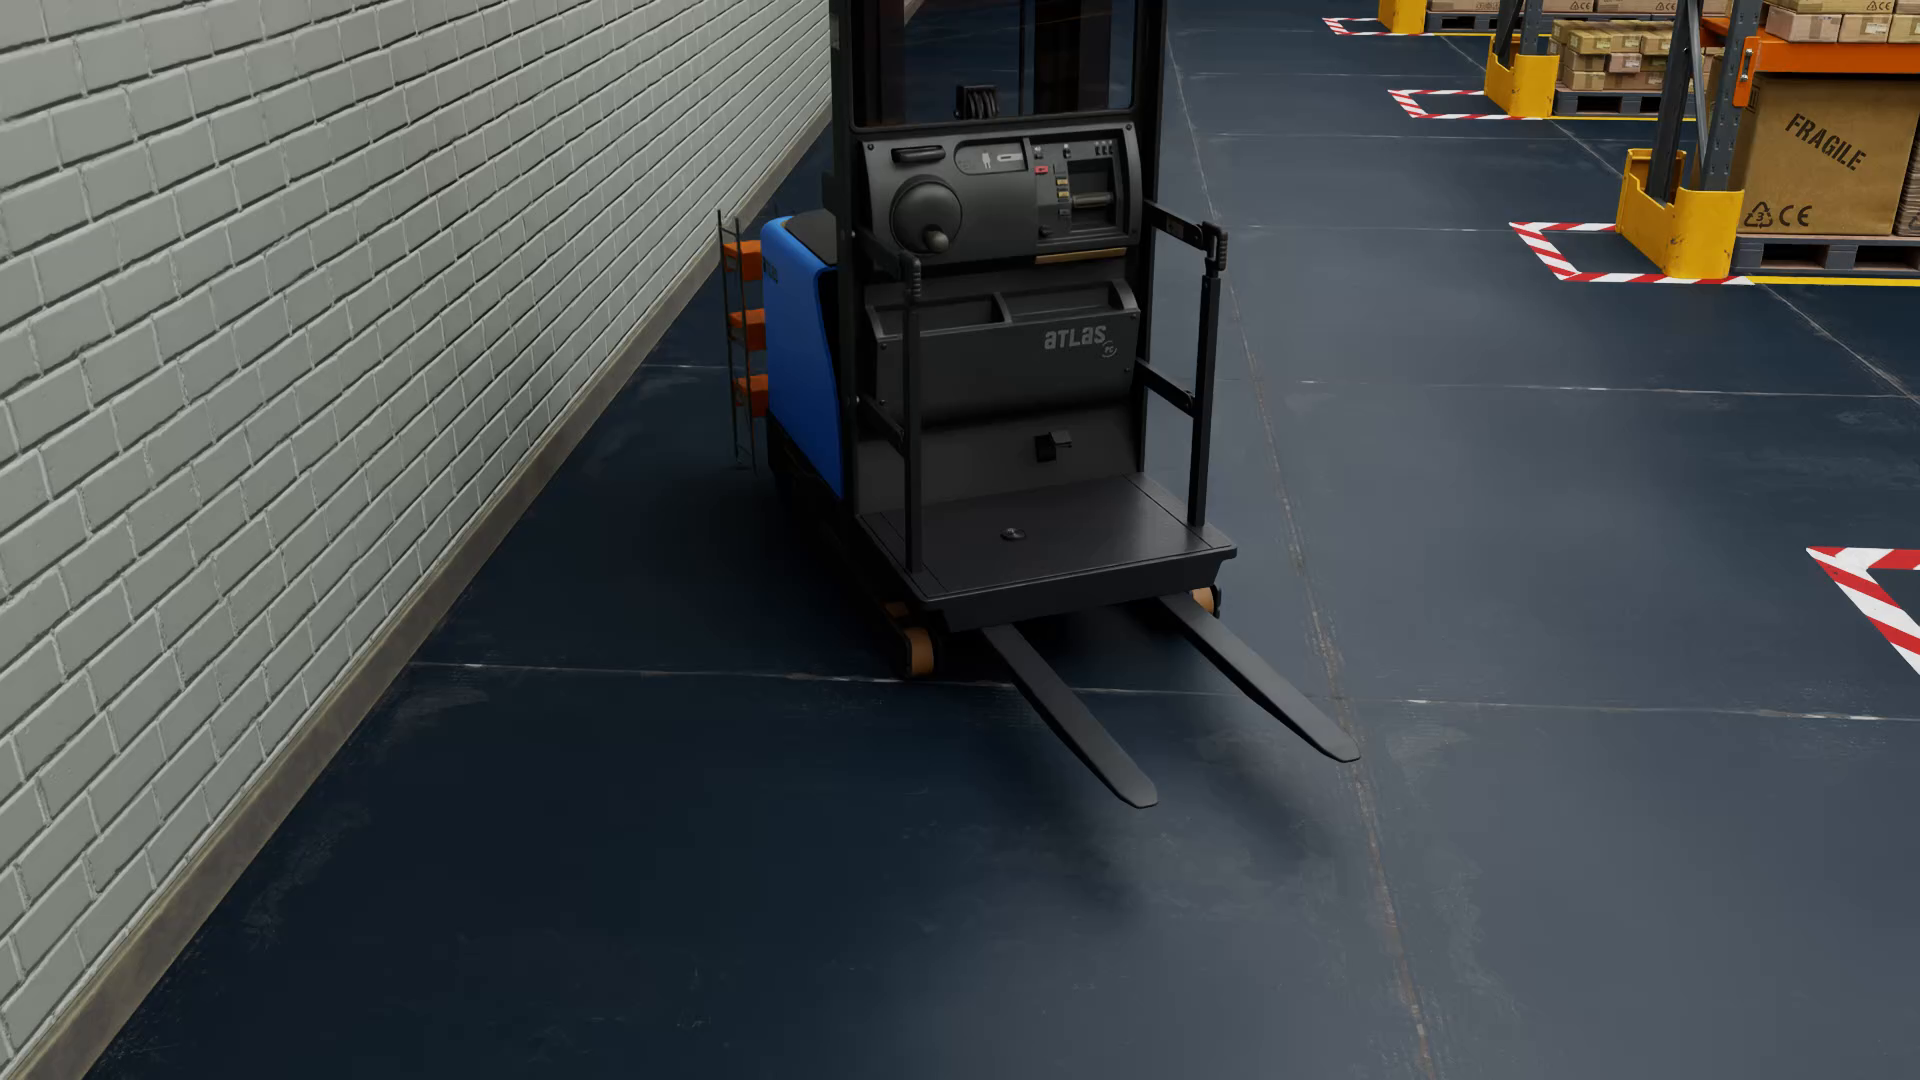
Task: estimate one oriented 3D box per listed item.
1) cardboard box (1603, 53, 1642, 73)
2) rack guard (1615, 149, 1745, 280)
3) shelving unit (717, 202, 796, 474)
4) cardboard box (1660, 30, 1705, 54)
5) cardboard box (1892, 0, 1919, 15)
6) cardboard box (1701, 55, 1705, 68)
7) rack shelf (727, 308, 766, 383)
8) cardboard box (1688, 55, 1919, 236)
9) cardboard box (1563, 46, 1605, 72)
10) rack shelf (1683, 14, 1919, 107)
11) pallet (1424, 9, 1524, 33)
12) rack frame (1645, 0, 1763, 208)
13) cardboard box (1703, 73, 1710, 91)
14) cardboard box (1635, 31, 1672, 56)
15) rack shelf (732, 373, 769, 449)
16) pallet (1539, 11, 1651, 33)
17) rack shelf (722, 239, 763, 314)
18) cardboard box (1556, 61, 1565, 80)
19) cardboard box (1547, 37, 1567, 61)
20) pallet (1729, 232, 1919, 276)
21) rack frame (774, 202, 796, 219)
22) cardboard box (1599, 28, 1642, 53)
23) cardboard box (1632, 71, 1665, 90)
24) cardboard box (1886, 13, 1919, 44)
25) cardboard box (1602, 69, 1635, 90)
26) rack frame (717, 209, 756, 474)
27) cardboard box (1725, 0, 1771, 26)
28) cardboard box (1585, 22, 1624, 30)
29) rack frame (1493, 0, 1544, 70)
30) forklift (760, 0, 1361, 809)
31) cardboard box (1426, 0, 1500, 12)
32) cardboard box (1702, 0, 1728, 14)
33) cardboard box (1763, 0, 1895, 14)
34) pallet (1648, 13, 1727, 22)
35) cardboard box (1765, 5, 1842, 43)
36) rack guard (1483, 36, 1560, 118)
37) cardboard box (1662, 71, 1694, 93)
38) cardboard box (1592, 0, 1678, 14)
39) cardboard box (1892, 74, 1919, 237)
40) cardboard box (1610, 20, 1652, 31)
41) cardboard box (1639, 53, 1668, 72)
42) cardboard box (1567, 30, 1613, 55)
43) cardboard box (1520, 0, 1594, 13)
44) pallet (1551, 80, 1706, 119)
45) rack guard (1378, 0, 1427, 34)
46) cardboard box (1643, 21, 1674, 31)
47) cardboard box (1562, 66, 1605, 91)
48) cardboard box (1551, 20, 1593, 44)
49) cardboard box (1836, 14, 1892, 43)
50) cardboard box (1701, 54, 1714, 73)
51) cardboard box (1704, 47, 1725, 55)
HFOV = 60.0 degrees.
[{"bbox_3d":[5.540,-4.031,13.975,0.250,0.149,0.380,2,25,4],"label":"cardboard box"},{"bbox_3d":[4.264,-1.958,9.906,0.348,0.500,1.175,2,25,4],"label":"rack guard"},{"bbox_3d":[-0.792,-0.815,6.755,0.252,1.050,0.215,-13,25,-27],"label":"shelving unit"},{"bbox_3d":[6.044,-4.170,13.921,0.250,0.149,0.380,1,25,1],"label":"cardboard box"},{"bbox_3d":[5.265,-3.018,9.043,0.500,0.250,0.500,2,25,3],"label":"cardboard box"},{"bbox_3d":[6.038,-4.007,13.922,0.250,0.149,0.380,3,25,6],"label":"cardboard box"},{"bbox_3d":[-0.792,-0.806,6.759,0.240,0.259,0.215,-13,25,-27],"label":"rack shelf"},{"bbox_3d":[4.932,-2.331,9.767,0.875,0.875,0.875,2,25,4],"label":"cardboard box"},{"bbox_3d":[5.271,-4.064,14.045,0.250,0.149,0.380,3,25,6],"label":"cardboard box"},{"bbox_3d":[6.282,-2.702,9.394,4.000,0.370,1.077,2,25,4],"label":"rack shelf"},{"bbox_3d":[5.850,-5.963,18.957,1.213,0.211,1.003,2,25,4],"label":"pallet"},{"bbox_3d":[4.288,-3.092,9.382,0.127,3.000,1.000,2,25,4],"label":"rack frame"},{"bbox_3d":[6.290,-3.900,14.046,0.250,0.149,0.380,2,25,4],"label":"cardboard box"},{"bbox_3d":[5.790,-4.144,13.864,0.250,0.149,0.380,2,25,4],"label":"cardboard box"},{"bbox_3d":[-0.787,-0.549,6.865,0.240,0.259,0.215,-13,25,-27],"label":"rack shelf"},{"bbox_3d":[7.063,-5.923,18.869,1.213,0.211,1.003,2,25,4],"label":"pallet"},{"bbox_3d":[-0.797,-1.068,6.650,0.240,0.259,0.215,-13,25,-27],"label":"rack shelf"},{"bbox_3d":[5.309,-4.122,14.528,0.250,0.149,0.380,2,25,5],"label":"cardboard box"},{"bbox_3d":[5.317,-4.289,14.536,0.250,0.149,0.380,1,25,3],"label":"cardboard box"},{"bbox_3d":[5.091,-1.833,9.980,1.213,0.211,1.003,2,25,4],"label":"pallet"},{"bbox_3d":[-0.686,-0.840,6.810,0.008,1.050,0.200,-13,25,-27],"label":"rack frame"},{"bbox_3d":[5.549,-4.205,13.997,0.250,0.149,0.380,2,25,5],"label":"cardboard box"},{"bbox_3d":[5.782,-3.923,14.095,0.250,0.149,0.380,2,25,5],"label":"cardboard box"},{"bbox_3d":[5.128,-2.814,9.077,0.250,0.149,0.380,1,25,3],"label":"cardboard box"},{"bbox_3d":[5.534,-3.928,14.106,0.250,0.149,0.380,2,25,4],"label":"cardboard box"},{"bbox_3d":[-0.898,-0.790,6.699,0.008,1.050,0.200,-13,25,-27],"label":"rack frame"},{"bbox_3d":[4.668,-3.104,9.708,0.250,0.149,0.380,2,25,5],"label":"cardboard box"},{"bbox_3d":[5.562,-4.379,14.375,0.250,0.149,0.380,2,25,5],"label":"cardboard box"},{"bbox_3d":[4.768,-5.156,13.868,0.127,3.000,1.000,2,25,4],"label":"rack frame"},{"bbox_3d":[0.223,-1.088,5.108,1.130,2.935,3.031,-9,26,-19],"label":"forklift"},{"bbox_3d":[5.712,-6.270,18.851,0.875,0.438,0.875,1,25,2],"label":"cardboard box"},{"bbox_3d":[8.417,-6.186,18.669,0.875,0.438,0.875,1,25,3],"label":"cardboard box"},{"bbox_3d":[4.746,-3.032,9.073,0.500,0.250,0.500,1,25,3],"label":"cardboard box"},{"bbox_3d":[8.283,-5.885,18.787,1.213,0.211,1.003,2,25,4],"label":"pallet"},{"bbox_3d":[4.617,-2.829,9.111,0.250,0.149,0.380,2,25,5],"label":"cardboard box"},{"bbox_3d":[4.844,-4.018,14.385,0.348,0.500,1.175,2,25,4],"label":"rack guard"},{"bbox_3d":[6.028,-3.869,13.977,0.250,0.149,0.380,2,25,5],"label":"cardboard box"},{"bbox_3d":[7.524,-6.215,18.731,0.875,0.438,0.875,1,25,2],"label":"cardboard box"},{"bbox_3d":[5.840,-2.302,9.703,0.875,0.875,0.875,2,25,4],"label":"cardboard box"},{"bbox_3d":[5.830,-4.424,14.472,0.250,0.149,0.380,1,25,3],"label":"cardboard box"},{"bbox_3d":[5.791,-4.060,14.038,0.250,0.149,0.380,2,25,5],"label":"cardboard box"},{"bbox_3d":[5.265,-4.164,13.907,0.250,0.149,0.380,1,25,2],"label":"cardboard box"},{"bbox_3d":[6.626,-6.244,18.795,0.875,0.438,0.875,2,25,5],"label":"cardboard box"},{"bbox_3d":[5.652,-3.847,14.357,1.213,0.211,1.003,2,25,4],"label":"pallet"},{"bbox_3d":[5.023,-6.088,18.883,0.348,0.500,1.175,2,25,4],"label":"rack guard"},{"bbox_3d":[6.083,-4.389,14.396,0.250,0.149,0.380,1,25,2],"label":"cardboard box"},{"bbox_3d":[5.266,-3.902,14.050,0.250,0.149,0.380,2,25,5],"label":"cardboard box"},{"bbox_3d":[5.316,-4.411,14.444,0.250,0.149,0.380,2,25,5],"label":"cardboard box"},{"bbox_3d":[4.873,-2.822,9.095,0.250,0.149,0.380,1,25,3],"label":"cardboard box"},{"bbox_3d":[6.310,-4.038,13.989,0.250,0.149,0.380,1,25,1],"label":"cardboard box"},{"bbox_3d":[6.320,-4.158,13.894,0.250,0.149,0.380,3,25,6],"label":"cardboard box"}]
